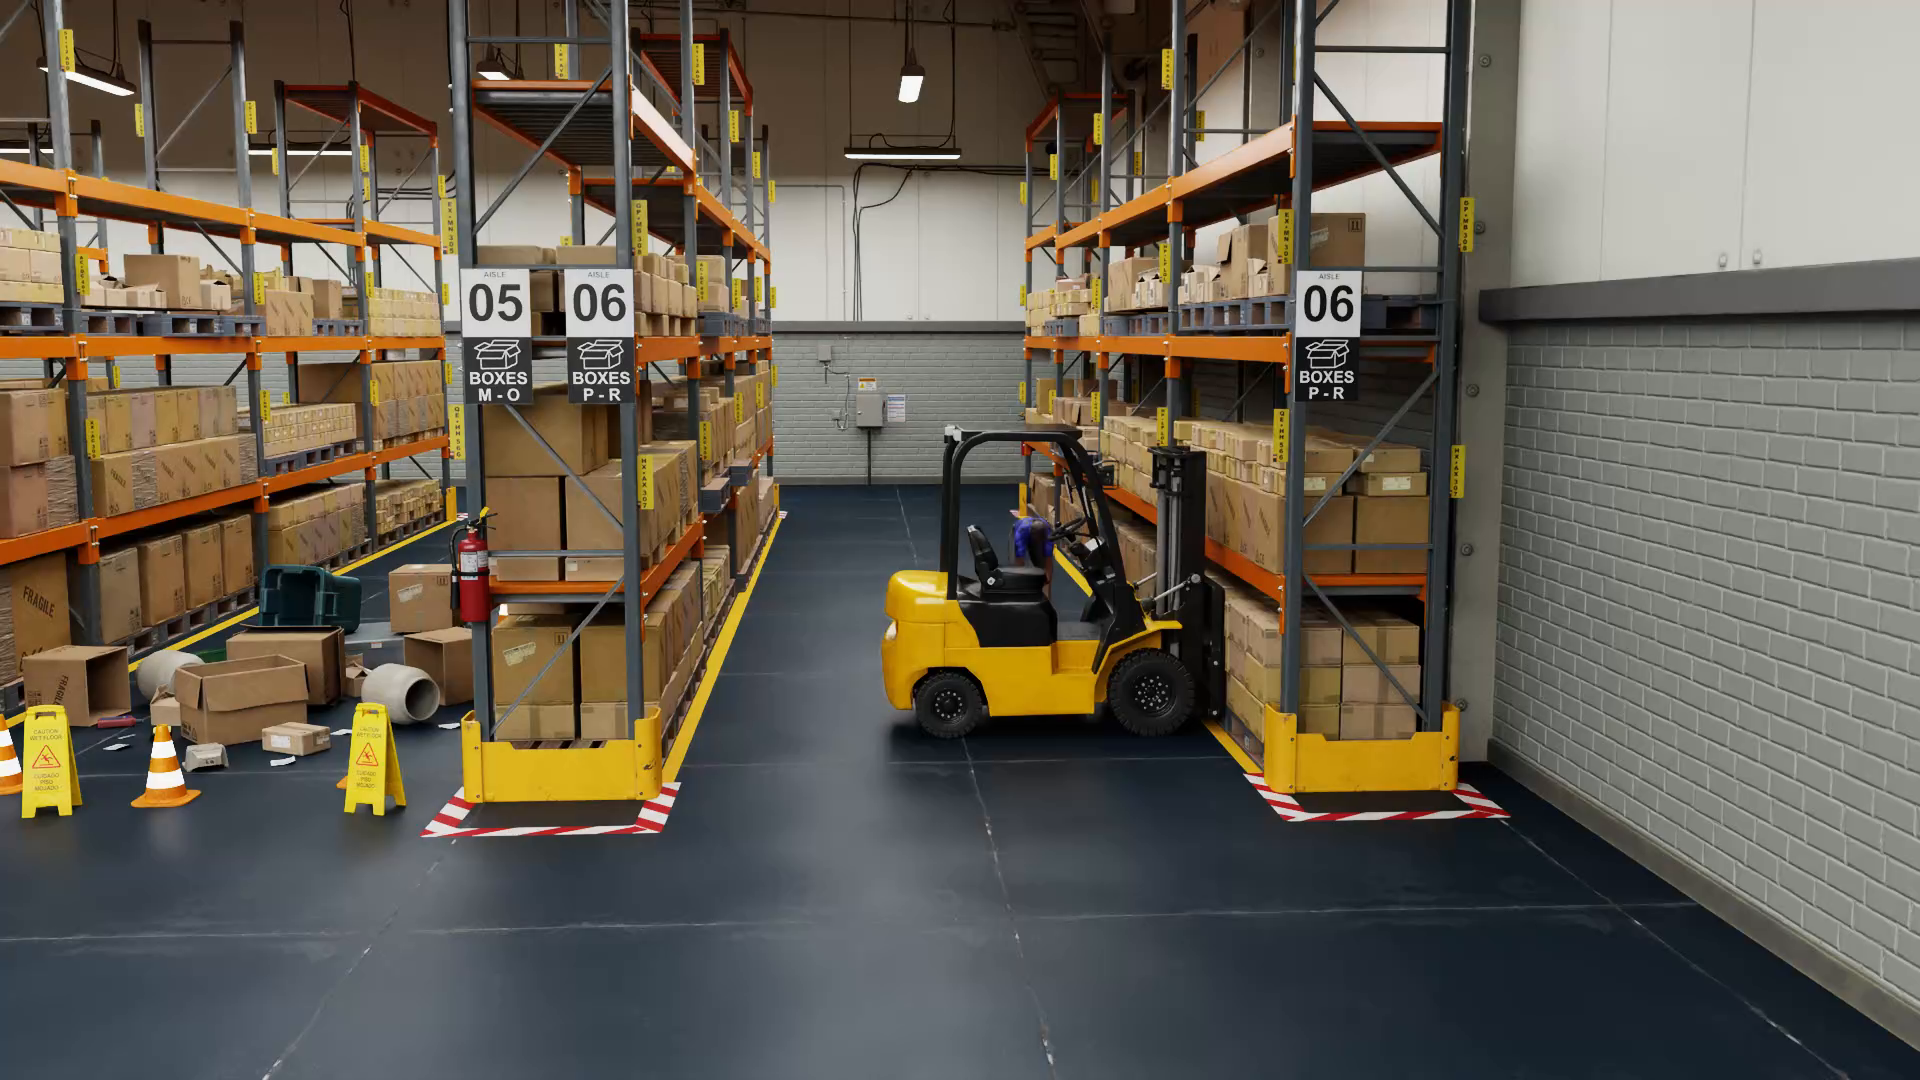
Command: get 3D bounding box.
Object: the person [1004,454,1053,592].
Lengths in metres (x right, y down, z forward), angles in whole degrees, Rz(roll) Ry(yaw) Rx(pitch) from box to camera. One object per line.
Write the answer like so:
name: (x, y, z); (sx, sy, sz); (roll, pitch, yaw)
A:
person: (0.673, -0.028, 16.507); (0.517, 1.653, 0.350); (-1, 7, -8)
